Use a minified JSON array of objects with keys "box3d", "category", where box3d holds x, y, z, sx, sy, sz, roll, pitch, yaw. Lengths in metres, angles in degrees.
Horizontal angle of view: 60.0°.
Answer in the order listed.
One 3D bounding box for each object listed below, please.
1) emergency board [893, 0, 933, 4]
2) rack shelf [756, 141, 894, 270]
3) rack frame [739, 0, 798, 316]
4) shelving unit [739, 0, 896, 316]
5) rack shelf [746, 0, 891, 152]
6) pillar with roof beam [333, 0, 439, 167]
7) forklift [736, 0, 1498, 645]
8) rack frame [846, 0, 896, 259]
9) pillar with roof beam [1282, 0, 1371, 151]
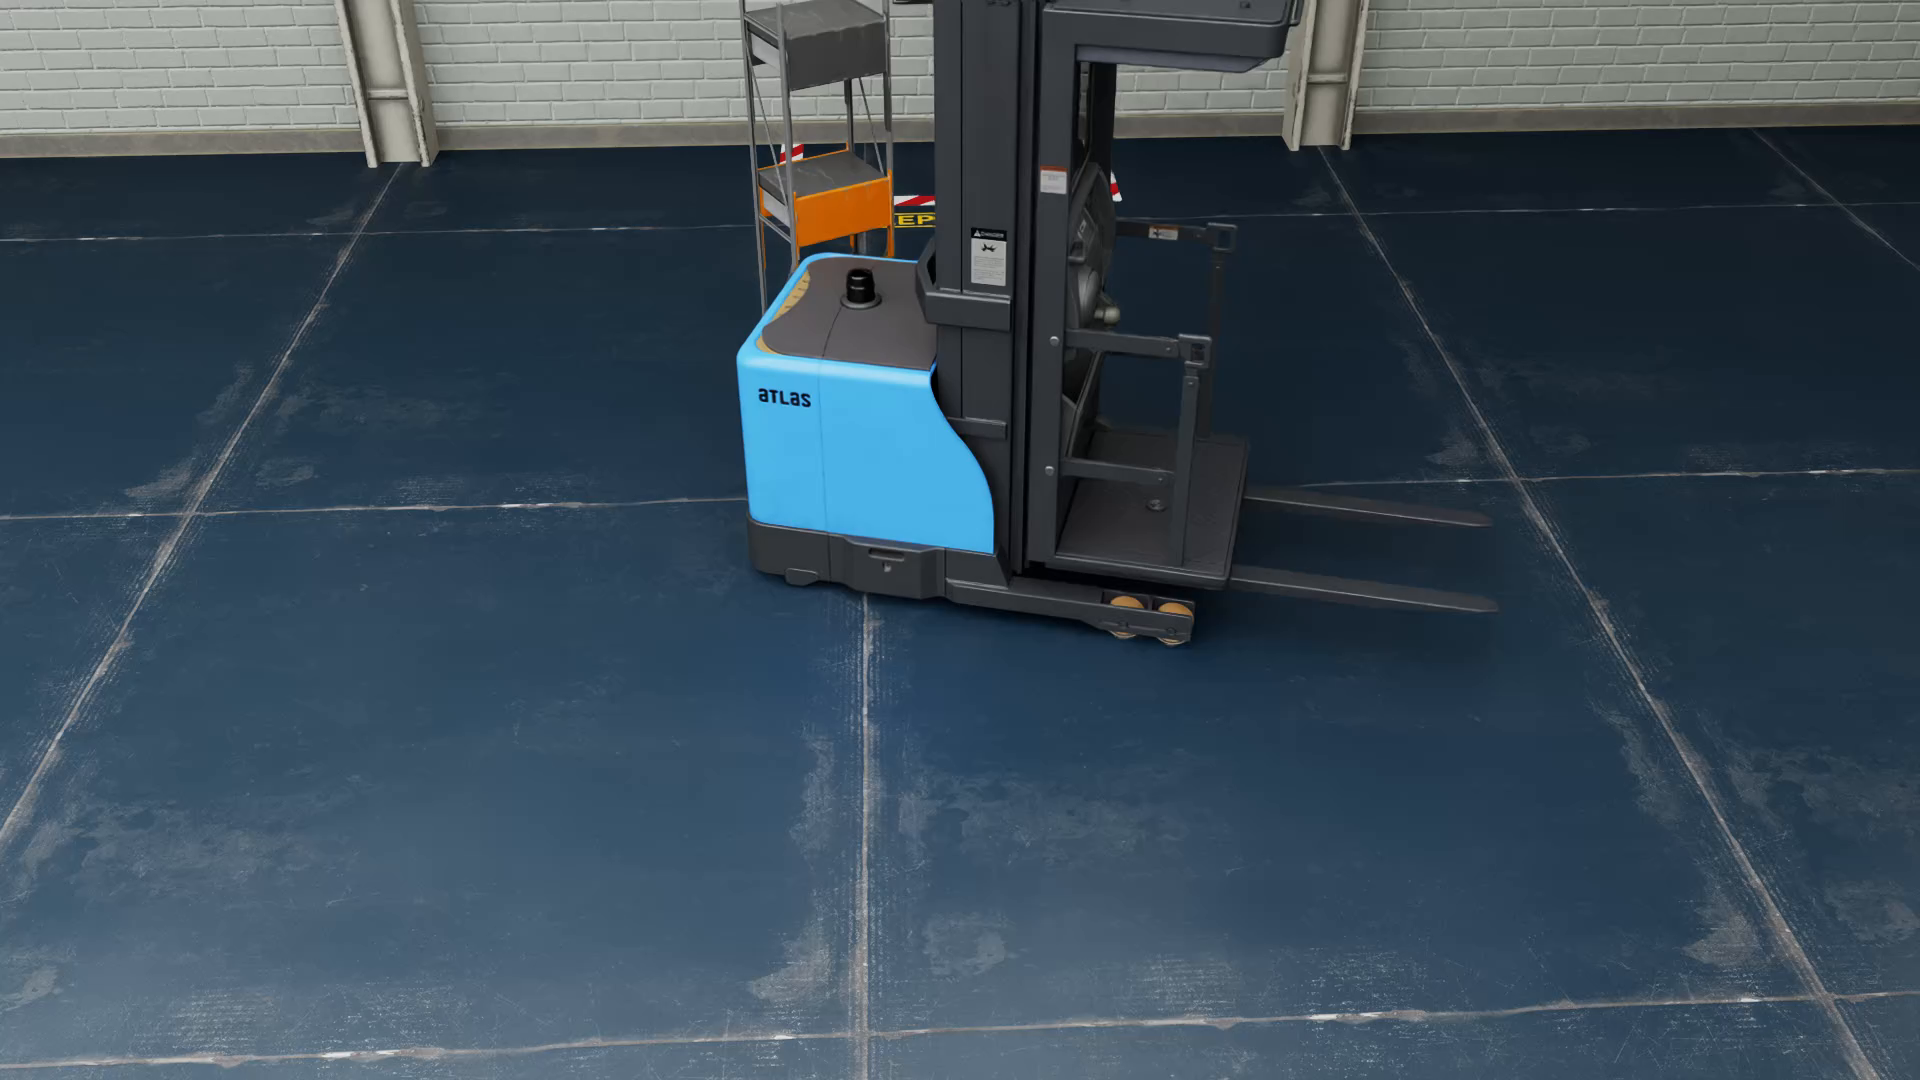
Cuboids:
[{"box3d":[-0.112,-3.857,10.187,0.626,1.169,0.157,-2,35,-2],"category":"emergency board"},{"box3d":[-0.612,-1.443,7.515,0.480,0.518,0.431,-19,39,-25],"category":"rack shelf"},{"box3d":[-0.821,-1.383,7.403,0.015,2.100,0.400,-19,39,-25],"category":"rack frame"},{"box3d":[-0.612,-1.455,7.507,0.503,2.100,0.431,-19,39,-25],"category":"shelving unit"},{"box3d":[-0.612,-2.019,7.116,0.480,0.518,0.431,-19,39,-25],"category":"rack shelf"},{"box3d":[-3.422,-3.749,4.760,0.400,9.000,9.100,-2,35,-2],"category":"pillar with roof beam"},{"box3d":[0.688,-1.120,6.293,3.031,2.935,1.130,7,35,11],"category":"forklift"},{"box3d":[-0.403,-1.527,7.611,0.015,2.100,0.400,-19,39,-25],"category":"rack frame"},{"box3d":[2.572,-3.911,4.994,0.400,9.000,9.100,-2,35,-2],"category":"pillar with roof beam"}]
